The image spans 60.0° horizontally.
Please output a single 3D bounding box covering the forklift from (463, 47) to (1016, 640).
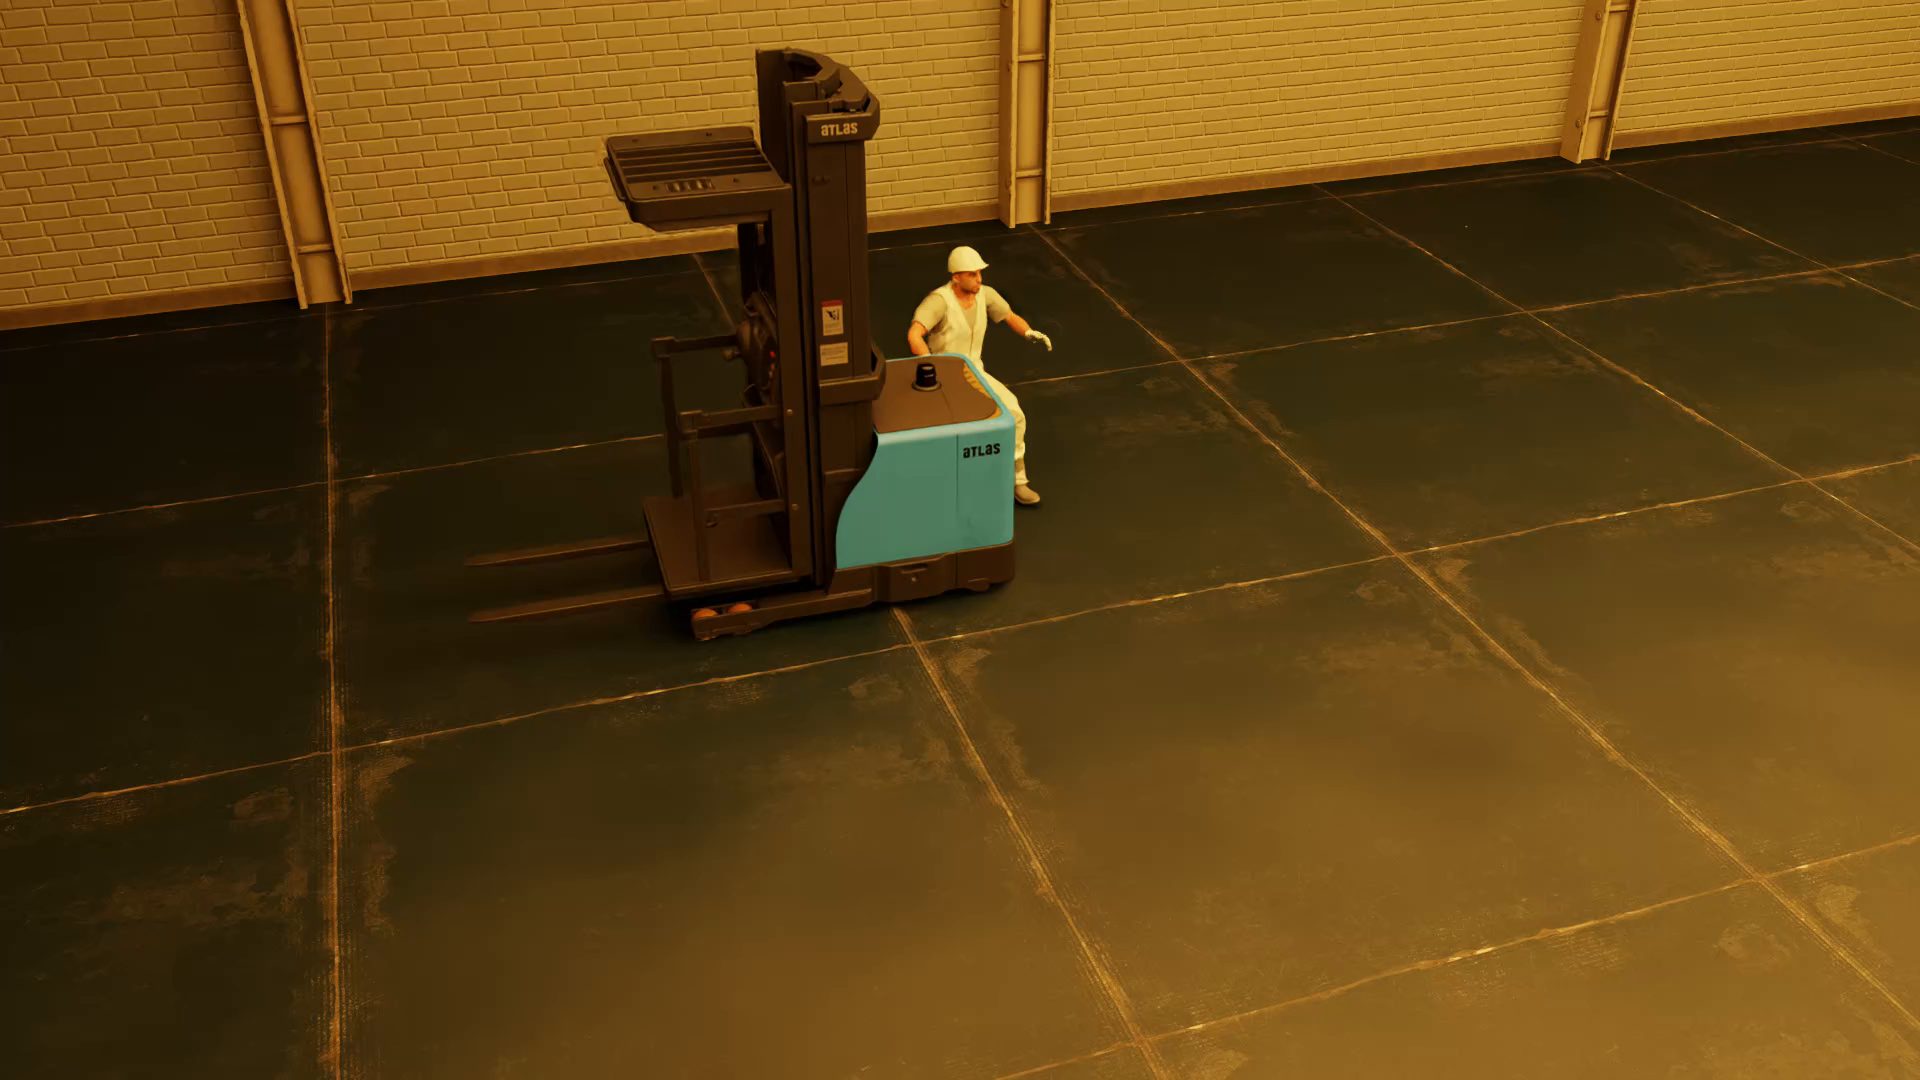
[{"bbox_3d":[-1.258,-1.018,8.856,3.031,2.935,1.130,-9,31,-15],"label":"forklift"}]

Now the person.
[{"bbox_3d":[0.168,-1.003,10.230,0.871,1.540,0.902,21,36,32],"label":"person"}]
